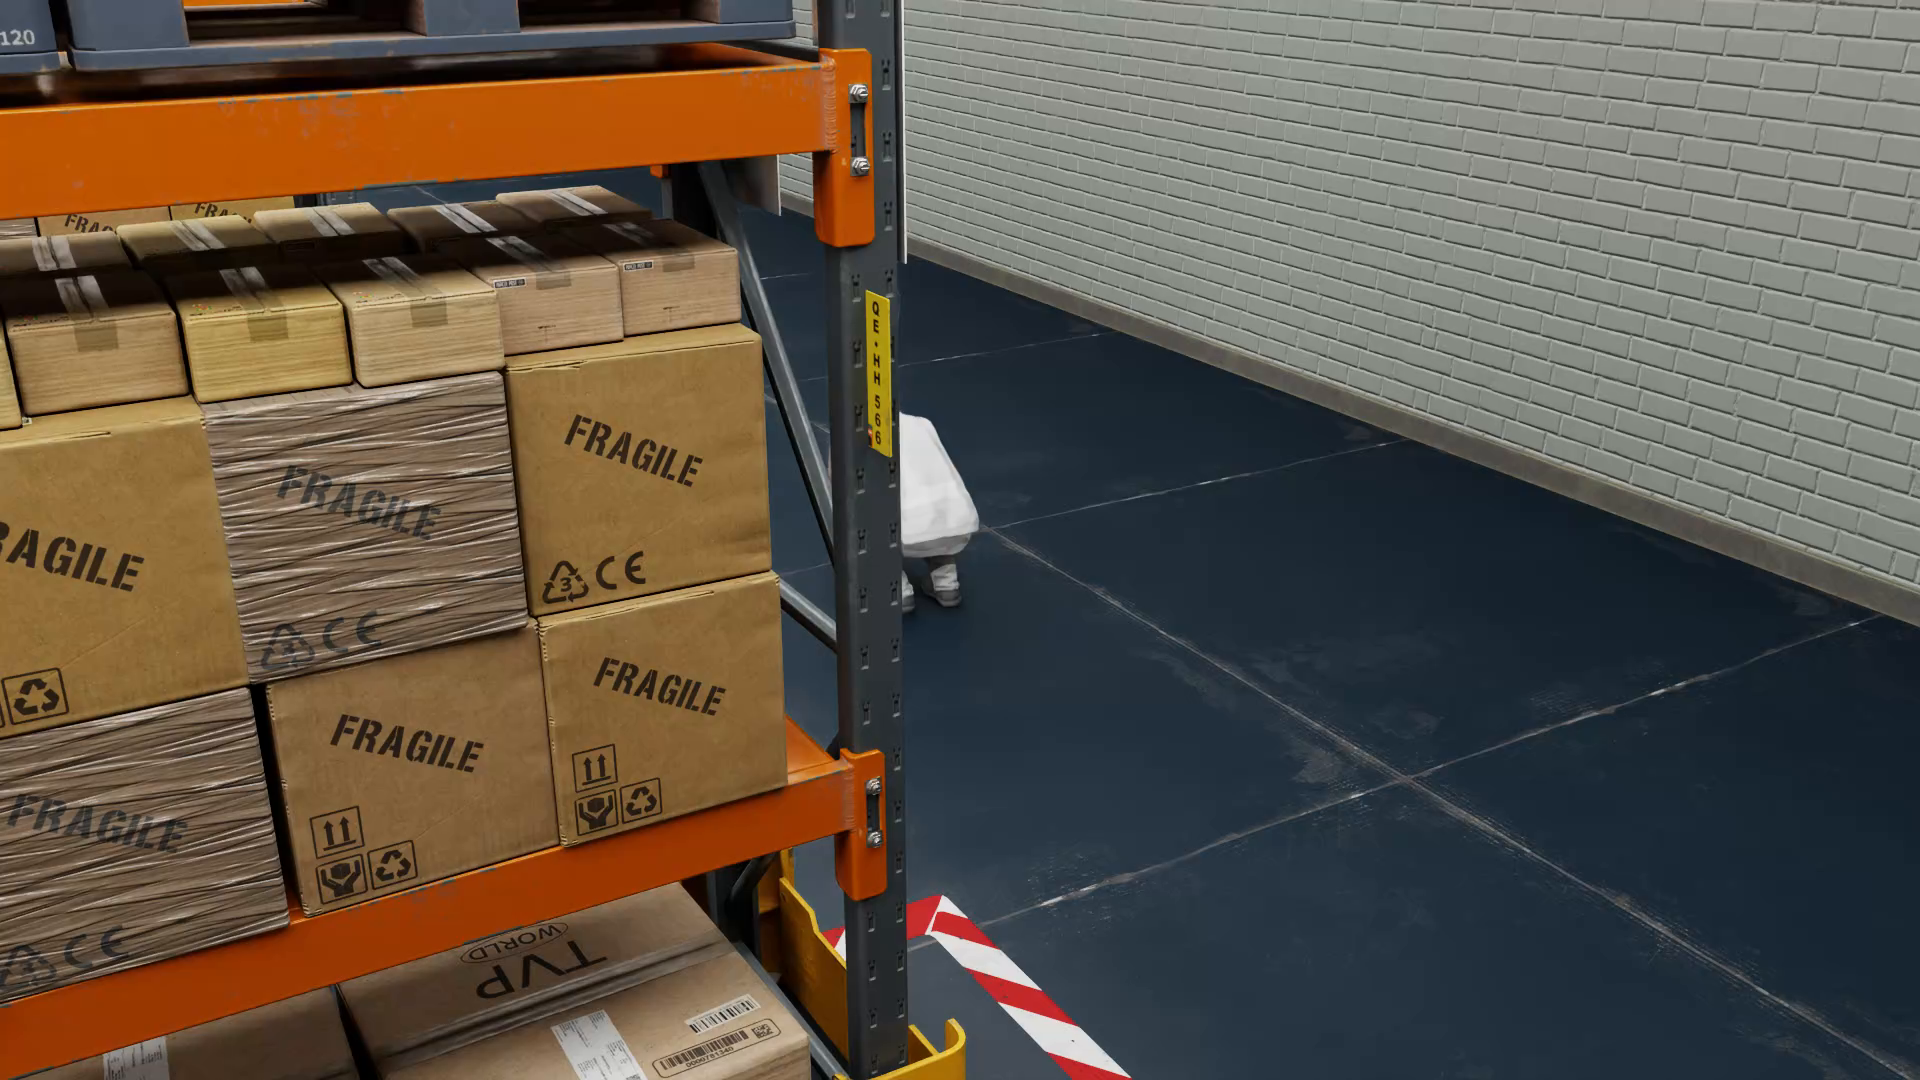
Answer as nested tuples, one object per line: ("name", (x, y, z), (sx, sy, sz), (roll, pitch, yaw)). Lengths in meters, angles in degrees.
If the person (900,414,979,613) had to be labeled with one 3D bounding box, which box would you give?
("person", (-0.283, -0.204, 7.665), (0.568, 0.993, 0.868), (-12, 25, -28))
